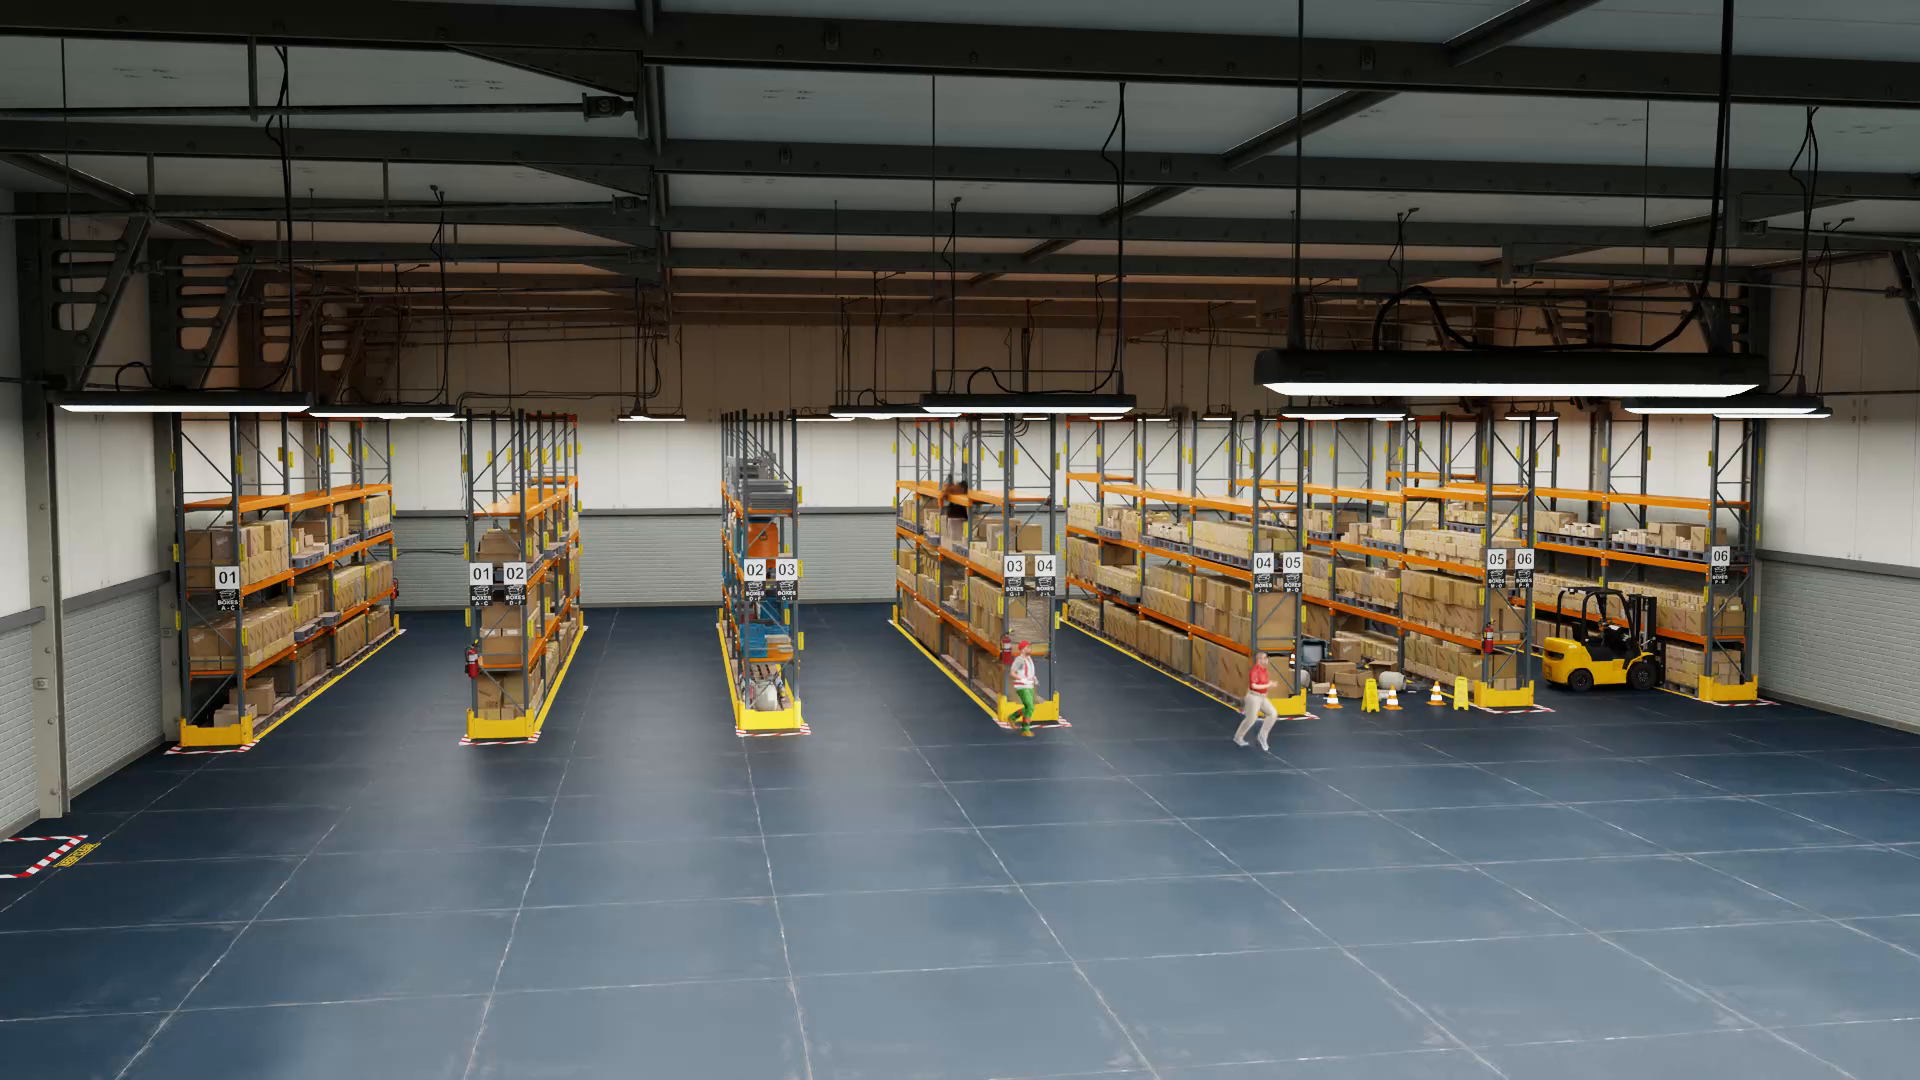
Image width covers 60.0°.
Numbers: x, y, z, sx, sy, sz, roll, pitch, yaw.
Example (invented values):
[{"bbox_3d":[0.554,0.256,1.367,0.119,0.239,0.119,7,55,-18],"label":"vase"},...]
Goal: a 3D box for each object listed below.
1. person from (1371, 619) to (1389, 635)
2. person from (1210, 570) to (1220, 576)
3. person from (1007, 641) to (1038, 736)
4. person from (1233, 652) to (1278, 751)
[{"bbox_3d":[11.067,1.834,43.608,0.669,1.683,0.618,-1,4,-9],"label":"person"},{"bbox_3d":[7.757,1.425,50.708,0.573,1.550,0.560,0,4,4],"label":"person"},{"bbox_3d":[1.148,2.729,30.712,0.642,1.756,0.687,2,5,28],"label":"person"},{"bbox_3d":[5.215,2.836,29.244,0.853,1.754,0.689,3,5,34],"label":"person"}]
